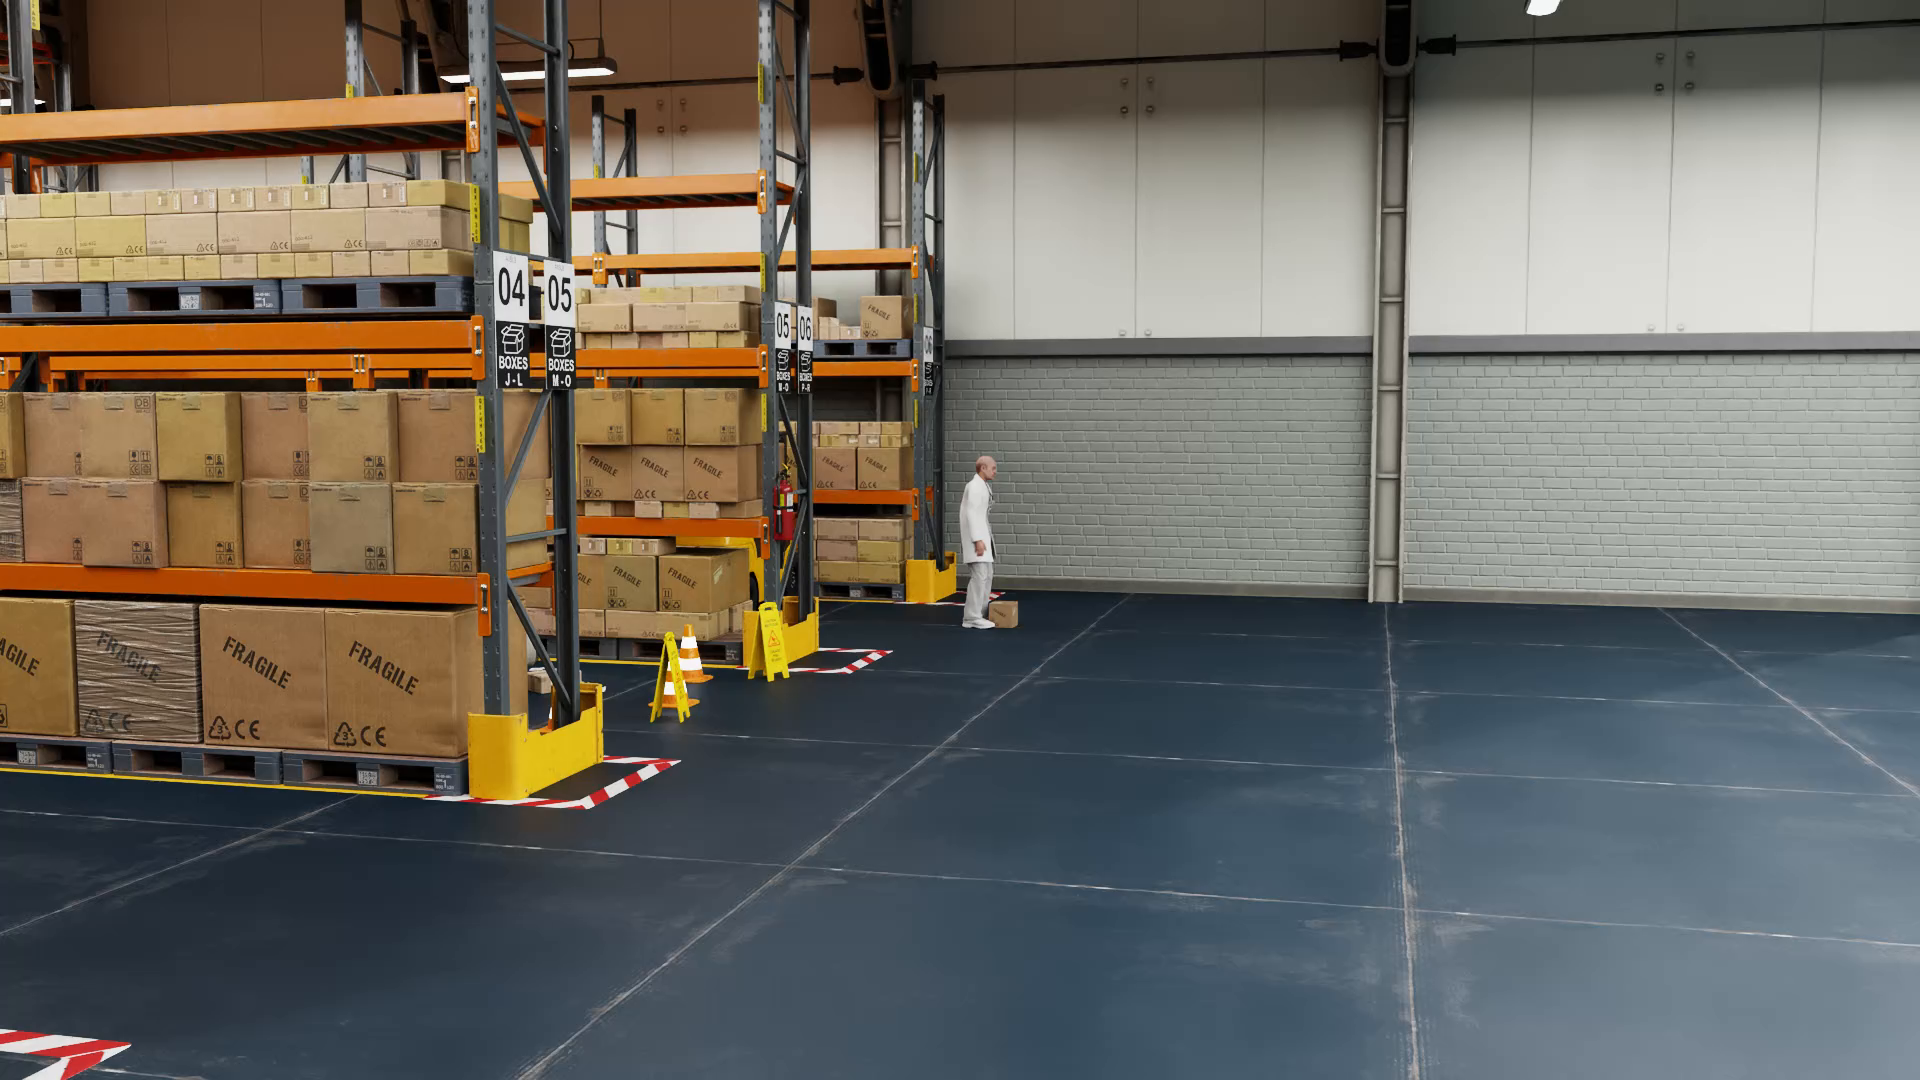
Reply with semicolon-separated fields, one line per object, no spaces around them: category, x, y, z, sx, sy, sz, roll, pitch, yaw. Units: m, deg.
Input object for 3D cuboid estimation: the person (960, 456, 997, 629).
person;0.211;0.113;17.339;0.416;1.569;0.655;1;5;12
